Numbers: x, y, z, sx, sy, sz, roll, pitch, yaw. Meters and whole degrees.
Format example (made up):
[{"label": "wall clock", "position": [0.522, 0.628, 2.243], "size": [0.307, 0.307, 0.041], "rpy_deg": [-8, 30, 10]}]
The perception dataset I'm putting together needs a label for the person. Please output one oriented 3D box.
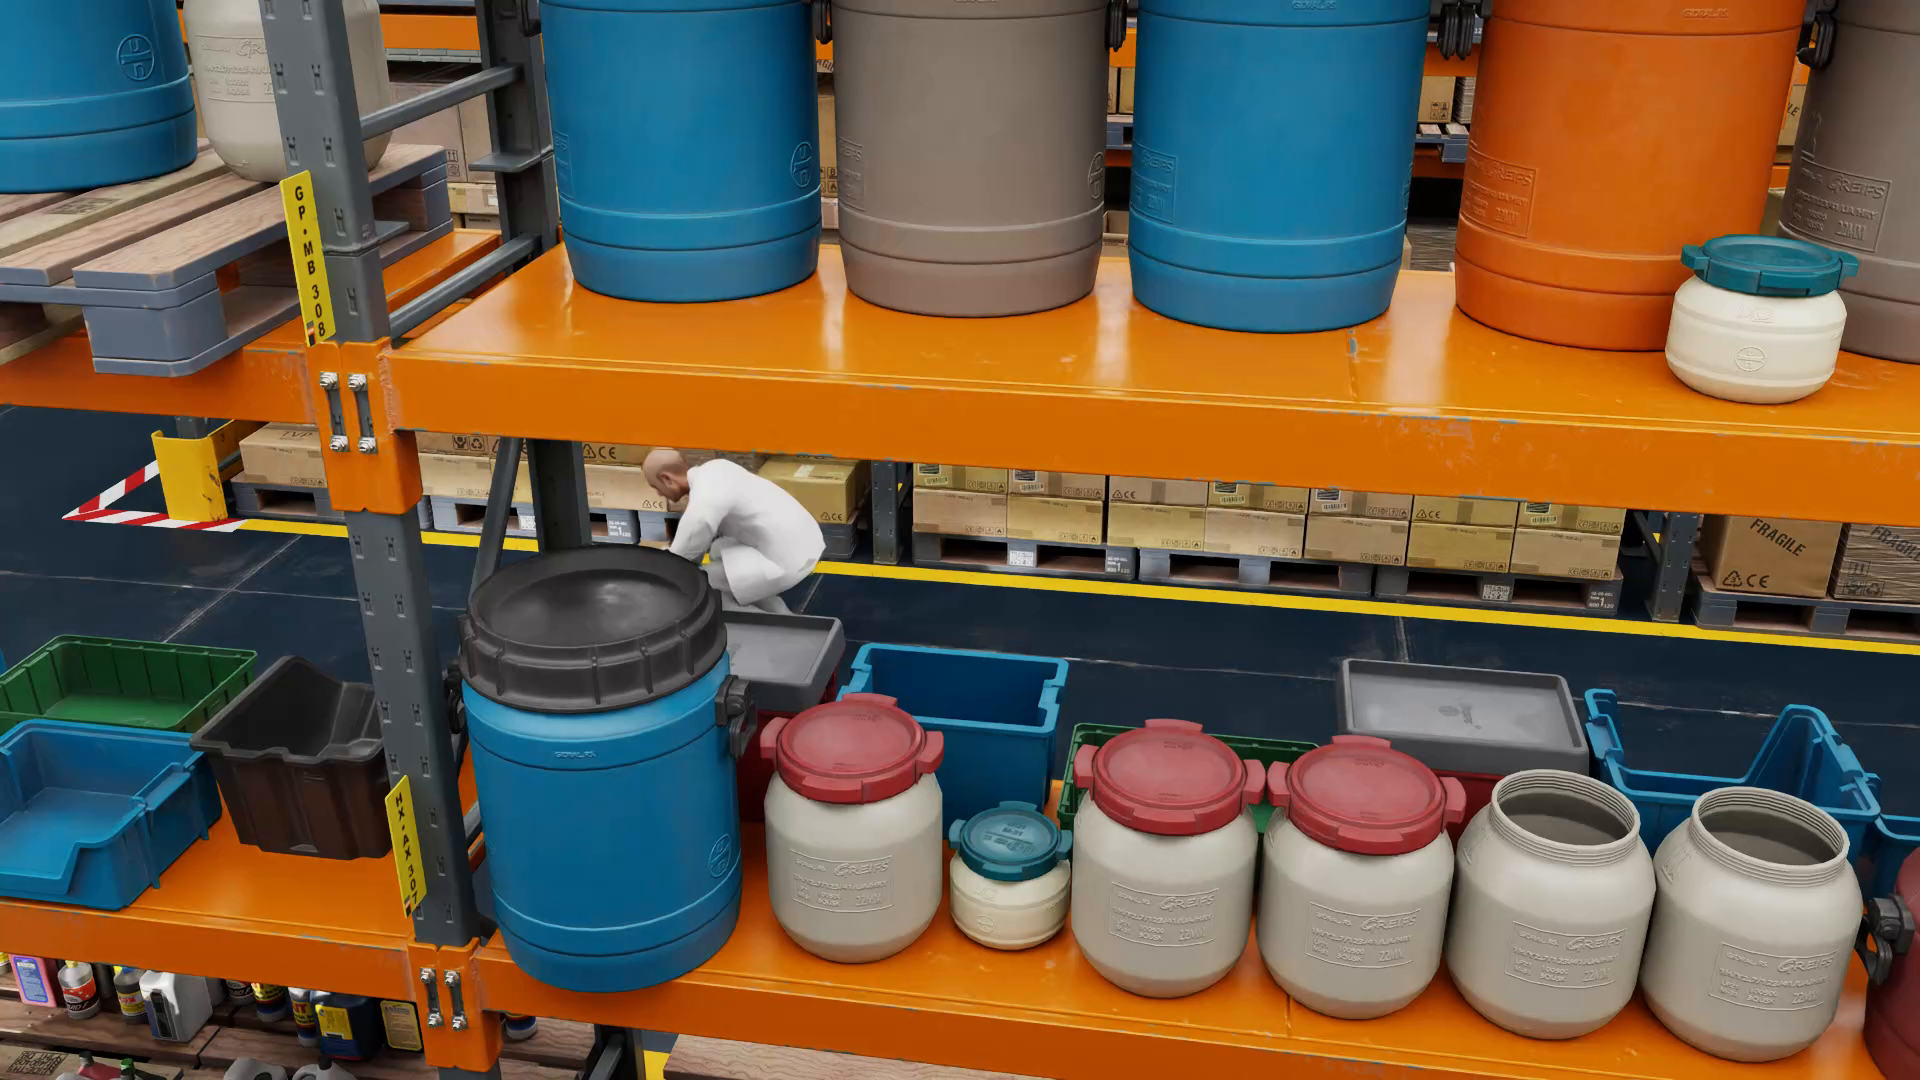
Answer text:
[{"label": "person", "position": [-1.095, 0.052, 7.930], "size": [0.905, 1.015, 0.607], "rpy_deg": [4, 25, 9]}]
